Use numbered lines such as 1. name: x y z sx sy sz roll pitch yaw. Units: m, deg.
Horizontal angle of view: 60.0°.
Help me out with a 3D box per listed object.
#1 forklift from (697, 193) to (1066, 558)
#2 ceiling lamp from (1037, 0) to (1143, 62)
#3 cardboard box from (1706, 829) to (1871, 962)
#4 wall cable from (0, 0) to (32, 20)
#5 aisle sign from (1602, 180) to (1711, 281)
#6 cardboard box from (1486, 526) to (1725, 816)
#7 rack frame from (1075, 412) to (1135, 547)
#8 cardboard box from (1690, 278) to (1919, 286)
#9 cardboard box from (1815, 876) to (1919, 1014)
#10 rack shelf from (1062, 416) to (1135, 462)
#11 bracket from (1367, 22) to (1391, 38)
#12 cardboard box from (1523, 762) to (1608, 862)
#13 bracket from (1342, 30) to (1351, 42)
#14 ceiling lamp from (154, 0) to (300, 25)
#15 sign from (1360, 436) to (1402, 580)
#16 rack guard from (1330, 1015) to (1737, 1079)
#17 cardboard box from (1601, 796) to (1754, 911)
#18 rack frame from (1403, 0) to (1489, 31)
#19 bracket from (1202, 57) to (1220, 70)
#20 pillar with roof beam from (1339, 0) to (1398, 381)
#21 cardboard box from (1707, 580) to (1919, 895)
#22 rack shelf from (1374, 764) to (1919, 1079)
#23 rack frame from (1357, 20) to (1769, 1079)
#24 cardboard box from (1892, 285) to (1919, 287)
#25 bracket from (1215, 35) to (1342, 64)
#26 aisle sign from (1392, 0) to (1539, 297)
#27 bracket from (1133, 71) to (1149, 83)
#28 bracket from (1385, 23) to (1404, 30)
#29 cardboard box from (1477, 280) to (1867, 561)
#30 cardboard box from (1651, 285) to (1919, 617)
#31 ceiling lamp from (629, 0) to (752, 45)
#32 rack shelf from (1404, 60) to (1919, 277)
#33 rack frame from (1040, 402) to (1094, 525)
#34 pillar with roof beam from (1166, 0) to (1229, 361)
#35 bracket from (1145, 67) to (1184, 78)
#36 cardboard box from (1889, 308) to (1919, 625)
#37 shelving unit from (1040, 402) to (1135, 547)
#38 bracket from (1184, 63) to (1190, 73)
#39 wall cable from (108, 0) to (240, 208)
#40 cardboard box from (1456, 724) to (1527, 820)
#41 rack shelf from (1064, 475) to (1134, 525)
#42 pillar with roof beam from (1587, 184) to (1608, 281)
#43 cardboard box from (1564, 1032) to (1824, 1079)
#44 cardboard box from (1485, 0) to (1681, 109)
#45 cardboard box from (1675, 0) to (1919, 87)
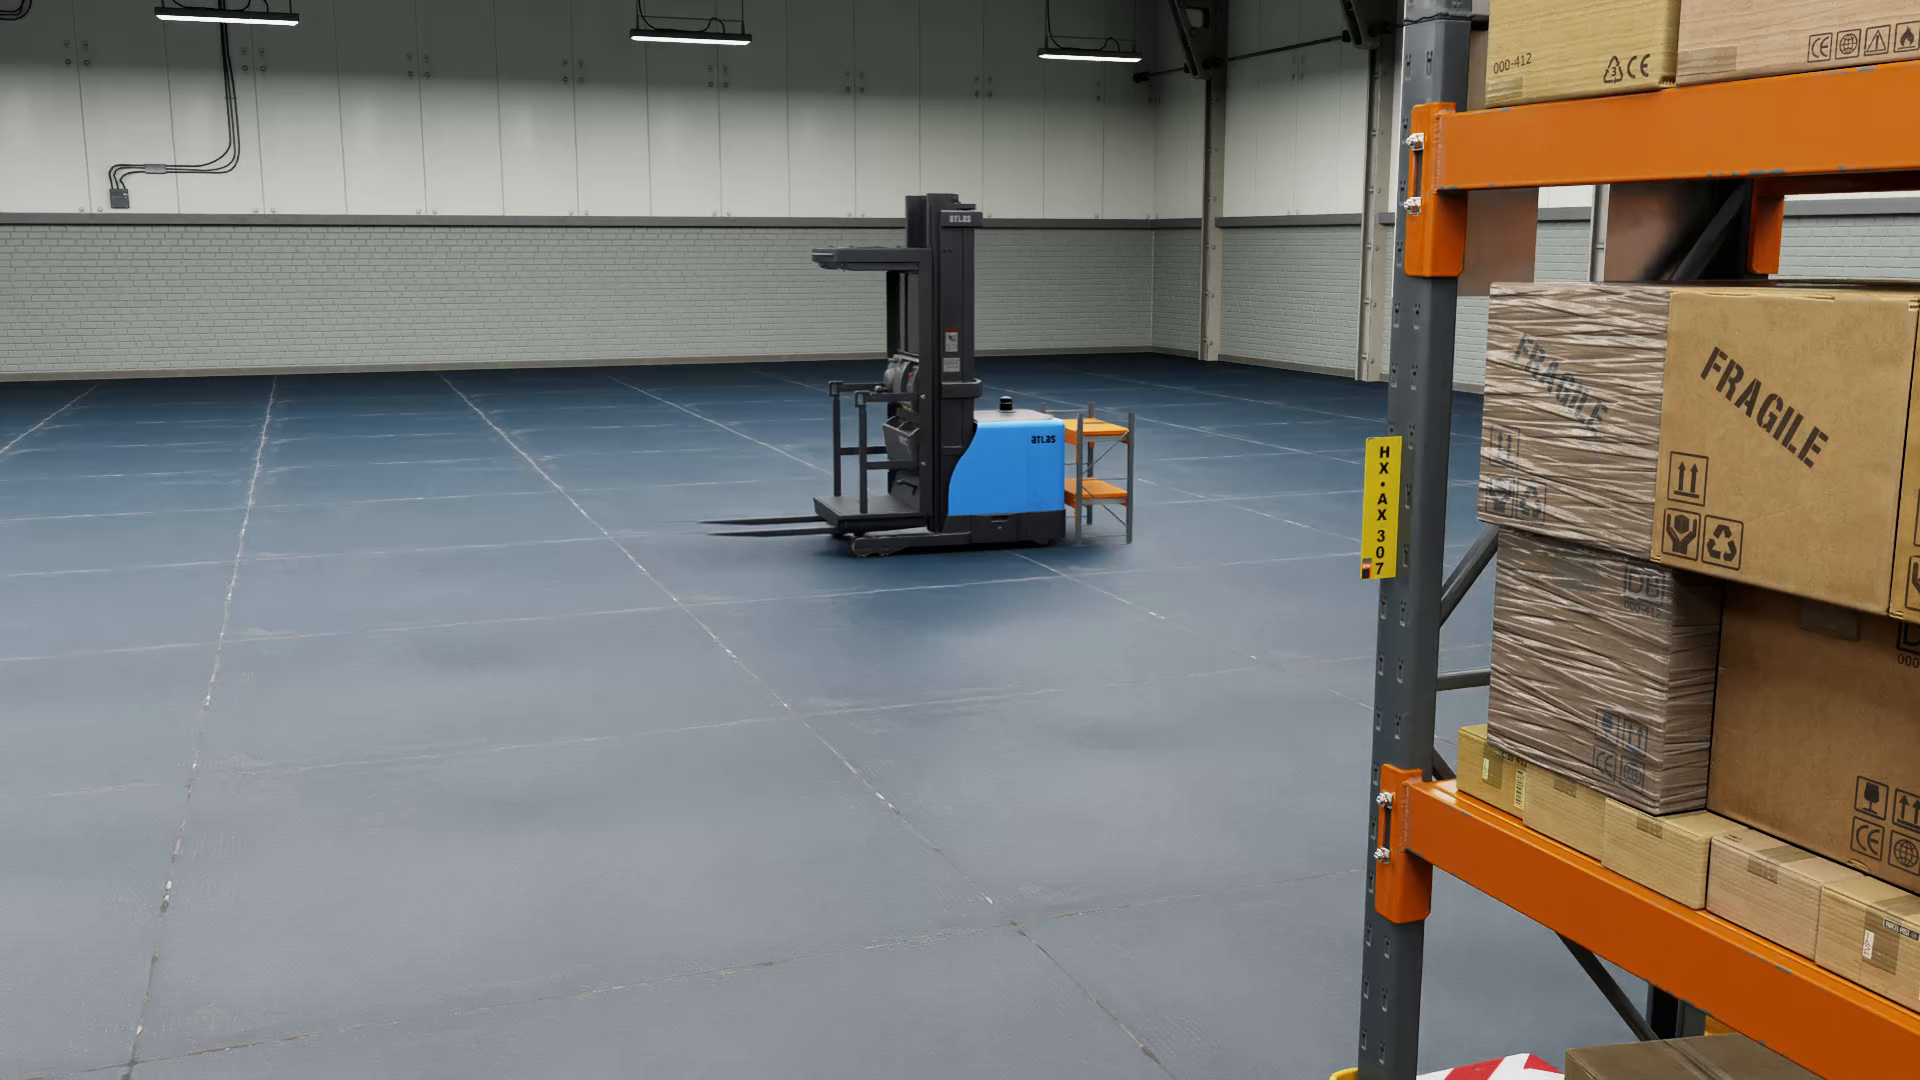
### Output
1. forklift: -0.676 -1.402 13.933 3.031 2.935 1.130 -3 11 -16
2. ceiling lamp: 2.284 -10.343 30.206 2.000 3.185 0.800 -4 11 -21
3. cardboard box: 1.609 0.628 3.044 0.380 0.149 0.250 -4 11 -21
4. wall cable: -18.281 -10.546 29.471 3.097 2.526 0.112 -4 11 -21
5. aisle sign: 1.726 -0.990 3.998 0.394 0.787 0.004 -4 11 -21
6. cardboard box: 1.643 0.215 3.513 0.875 0.500 0.500 -4 11 -21
7. rack frame: 1.228 -0.512 14.081 0.500 1.125 0.032 -3 10 -15
8. cardboard box: 1.898 -0.295 3.523 0.500 0.500 0.500 -4 11 -21
9. cardboard box: 1.693 0.669 2.812 0.380 0.149 0.250 -4 11 -21
10. rack shelf: 1.096 -0.886 14.513 0.538 0.278 1.000 -3 10 -15
11. bracket: 7.501 -9.118 29.705 0.235 0.232 0.430 -4 11 -21
12. cardboard box: 1.423 0.546 3.501 0.380 0.149 0.250 -4 11 -21
13. bracket: 7.200 -9.253 30.466 0.235 0.232 0.430 -4 11 -21
14. ceiling lamp: -11.137 -9.430 25.069 2.000 3.185 0.800 -4 11 -21
15. sign: 0.963 -0.073 3.792 0.100 0.325 0.005 -4 11 -21
16. rack guard: 1.496 1.562 4.211 1.175 0.500 0.348 -4 11 -21
17. cardboard box: 1.499 0.588 3.266 0.380 0.149 0.250 -4 11 -21
18. rack frame: 1.469 -2.635 3.536 1.000 3.000 0.127 -4 11 -21
19. bracket: 5.327 -10.097 35.211 0.235 0.232 0.430 -4 11 -21
20. pillar with roof beam: 3.669 -7.163 28.992 9.100 9.000 0.548 -4 11 -21
21. cardboard box: 1.936 0.289 3.097 0.875 0.500 0.500 -4 11 -21
22. rack shelf: 2.194 1.000 2.290 1.077 0.370 4.000 -4 11 -21
23. rack frame: 1.469 0.319 4.062 1.000 3.000 0.127 -4 11 -21
24. cardboard box: 2.085 -0.214 3.066 0.500 0.500 0.500 -4 11 -21
25. bracket: 6.261 -9.676 32.846 0.076 0.066 4.783 -4 11 -21
26. aisle sign: 1.167 -0.952 3.784 0.394 0.787 0.004 -4 11 -21
27. bracket: 4.167 -10.619 38.147 0.235 0.232 0.430 -4 11 -21
28. bracket: 8.435 -8.697 27.341 0.076 0.066 4.783 -4 11 -21
29. cardboard box: 1.414 -0.262 3.338 0.500 0.500 0.500 -4 11 -21
30. cardboard box: 1.589 -0.180 2.876 0.500 0.500 0.500 -4 11 -21
31. ceiling lamp: -4.557 -9.878 27.588 2.000 3.185 0.800 -4 11 -21
32. rack shelf: 2.194 -0.477 2.027 1.077 0.370 4.000 -4 11 -21
33. rack frame: 0.963 -0.683 15.048 0.500 1.125 0.032 -3 10 -15
34. pillar with roof beam: 1.495 -8.142 34.497 9.100 9.000 0.548 -4 11 -21
35. bracket: 4.381 -10.523 37.605 0.076 0.066 3.189 -4 11 -21
36. cardboard box: 1.771 -0.098 2.418 0.500 0.500 0.500 -4 11 -21
37. shelving unit: 1.095 -0.597 14.564 0.538 1.125 1.048 -3 10 -15
38. bracket: 5.026 -10.233 35.972 0.235 0.232 0.430 -4 11 -21
39. wall cable: -14.833 -9.255 31.045 2.305 6.003 0.169 -4 11 -21
40. cardboard box: 1.350 0.504 3.737 0.380 0.149 0.250 -4 11 -21
41. rack shelf: 1.095 -0.357 14.607 0.538 0.278 1.000 -3 10 -15
42. pillar with roof beam: 5.844 -6.183 23.486 9.100 9.000 0.548 -4 11 -21
43. cardboard box: 1.680 1.446 3.665 0.500 0.500 0.500 -2 10 -10
44. cardboard box: 1.403 -0.989 3.278 0.500 0.250 0.500 -4 11 -19
45. cardboard box: 1.595 -0.905 2.807 0.500 0.250 0.500 -4 11 -22
